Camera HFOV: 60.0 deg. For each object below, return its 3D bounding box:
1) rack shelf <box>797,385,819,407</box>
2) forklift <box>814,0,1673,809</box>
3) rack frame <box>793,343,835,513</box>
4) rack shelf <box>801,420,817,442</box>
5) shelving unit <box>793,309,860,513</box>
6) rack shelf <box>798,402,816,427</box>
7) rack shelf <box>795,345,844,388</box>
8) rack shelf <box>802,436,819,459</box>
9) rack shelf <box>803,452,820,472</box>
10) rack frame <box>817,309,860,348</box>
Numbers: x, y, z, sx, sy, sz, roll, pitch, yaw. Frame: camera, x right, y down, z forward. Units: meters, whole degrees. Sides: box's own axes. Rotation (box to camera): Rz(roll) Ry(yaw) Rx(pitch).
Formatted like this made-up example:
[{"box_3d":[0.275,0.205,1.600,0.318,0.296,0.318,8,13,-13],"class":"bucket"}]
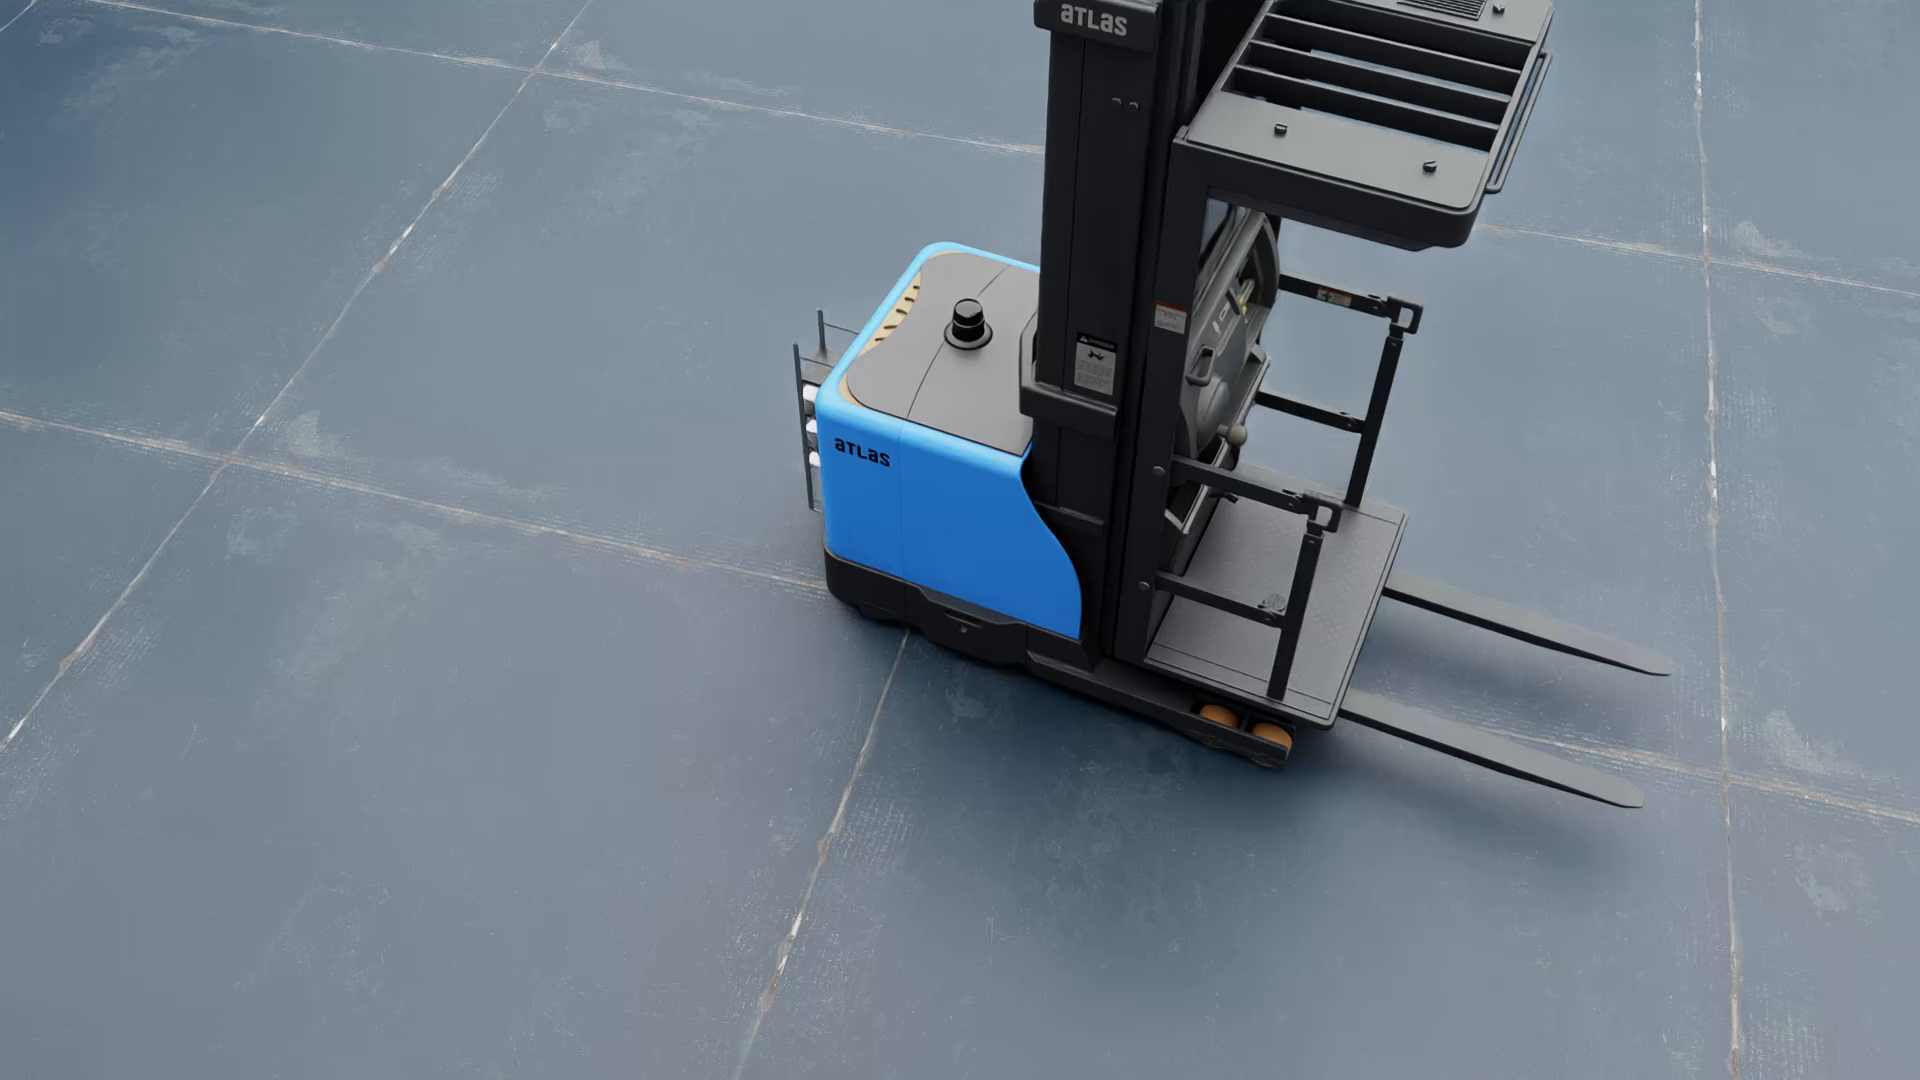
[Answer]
[{"box_3d":[-0.463,-0.558,6.365,0.258,0.077,0.200,18,51,15],"class":"rack shelf"},{"box_3d":[1.046,-0.617,5.258,3.031,2.935,1.130,19,51,16],"class":"forklift"},{"box_3d":[-0.503,-0.391,6.413,0.240,0.900,0.006,18,51,15],"class":"rack frame"},{"box_3d":[-0.463,-0.439,6.500,0.258,0.077,0.200,18,51,15],"class":"rack shelf"},{"box_3d":[-0.463,-0.461,6.475,0.258,0.900,0.210,18,51,15],"class":"shelving unit"},{"box_3d":[-0.463,-0.498,6.433,0.258,0.077,0.200,18,51,15],"class":"rack shelf"},{"box_3d":[-0.463,-0.617,6.298,0.258,0.077,0.200,18,51,15],"class":"rack shelf"},{"box_3d":[-0.463,-0.379,6.568,0.258,0.077,0.200,18,51,15],"class":"rack shelf"},{"box_3d":[-0.463,-0.320,6.635,0.258,0.077,0.200,18,51,15],"class":"rack shelf"},{"box_3d":[-0.423,-0.531,6.537,0.240,0.900,0.006,18,51,15],"class":"rack frame"}]
